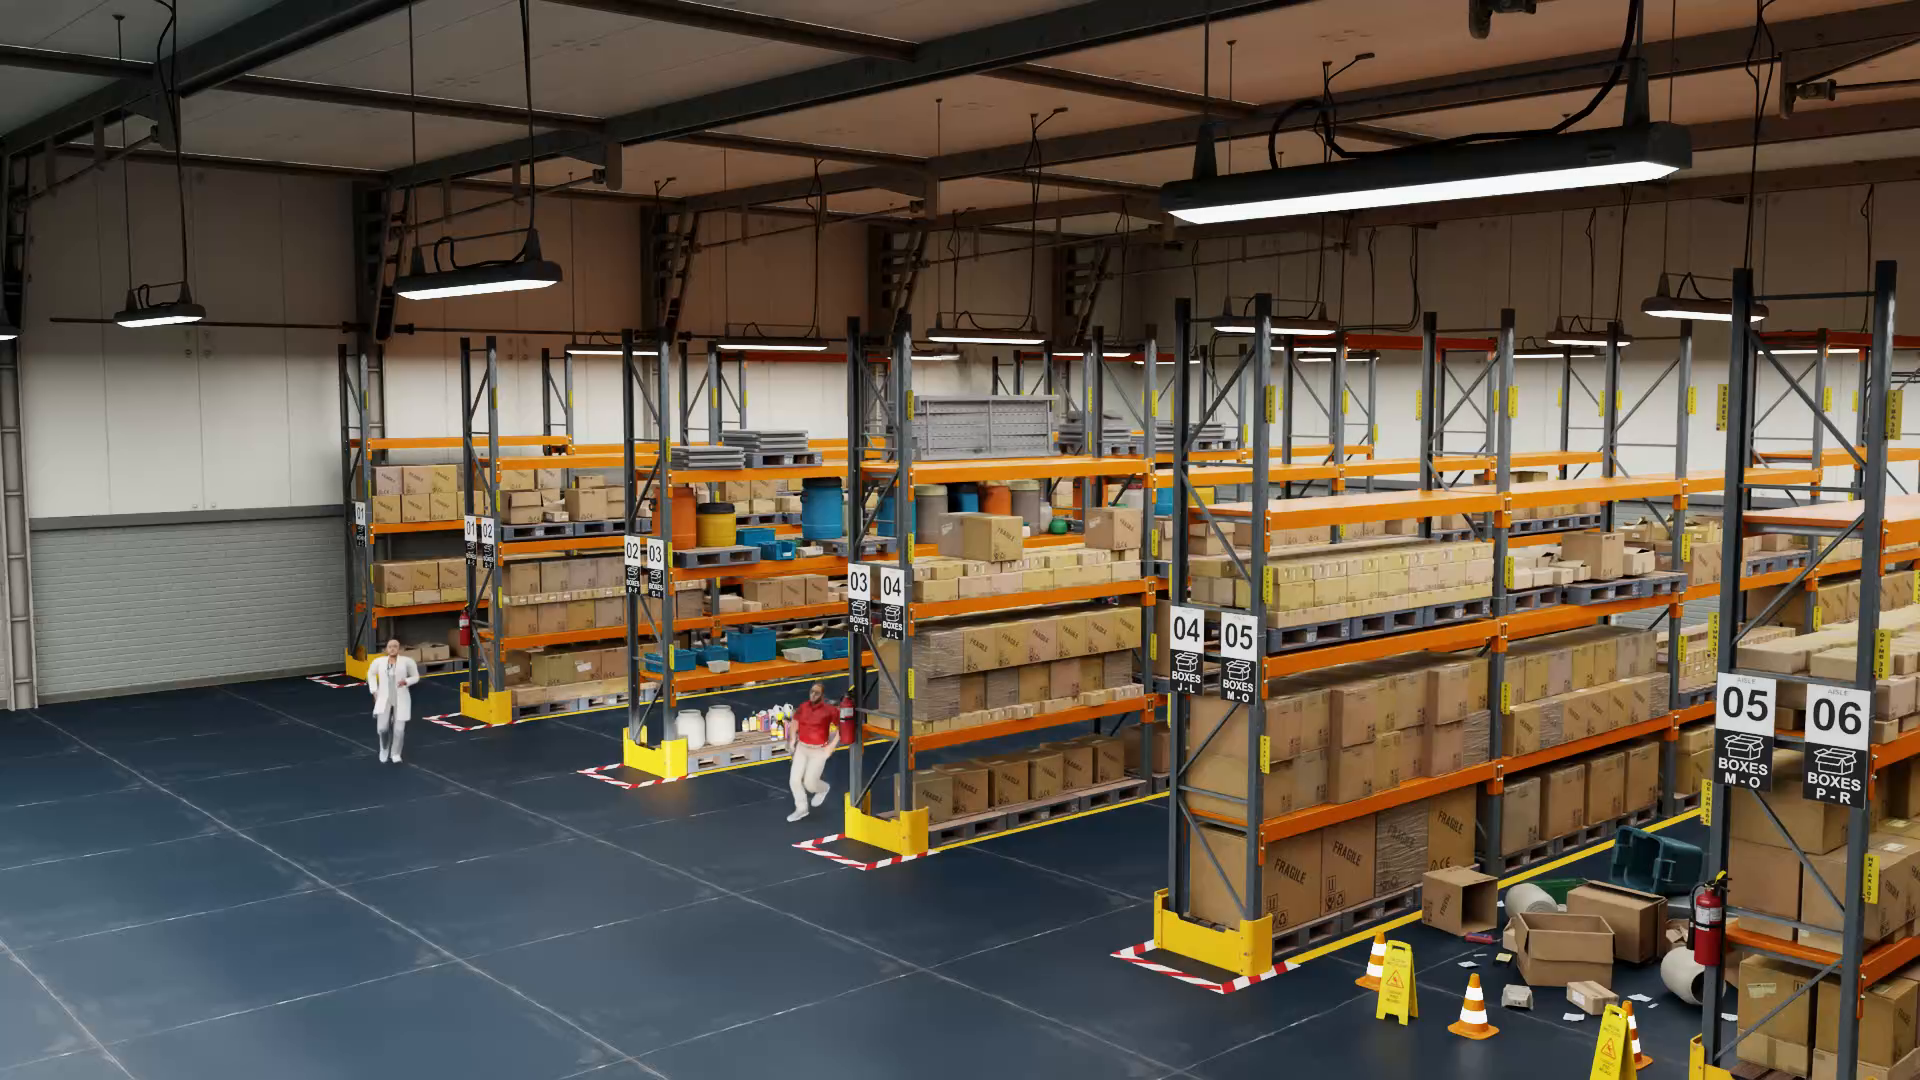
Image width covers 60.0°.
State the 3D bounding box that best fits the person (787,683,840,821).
[{"bbox_3d":[-1.734,2.547,20.125,0.709,1.678,0.581,2,6,26],"label":"person"}]

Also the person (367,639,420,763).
[{"bbox_3d":[-7.827,2.239,22.967,0.706,1.741,0.694,-1,5,-13],"label":"person"}]

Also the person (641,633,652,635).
[{"bbox_3d":[-5.818,1.548,30.814,0.568,1.678,0.906,4,7,39],"label":"person"}]

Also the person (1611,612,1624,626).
[{"bbox_3d":[12.184,1.477,31.066,0.656,1.838,0.843,-2,5,-21],"label":"person"}]
